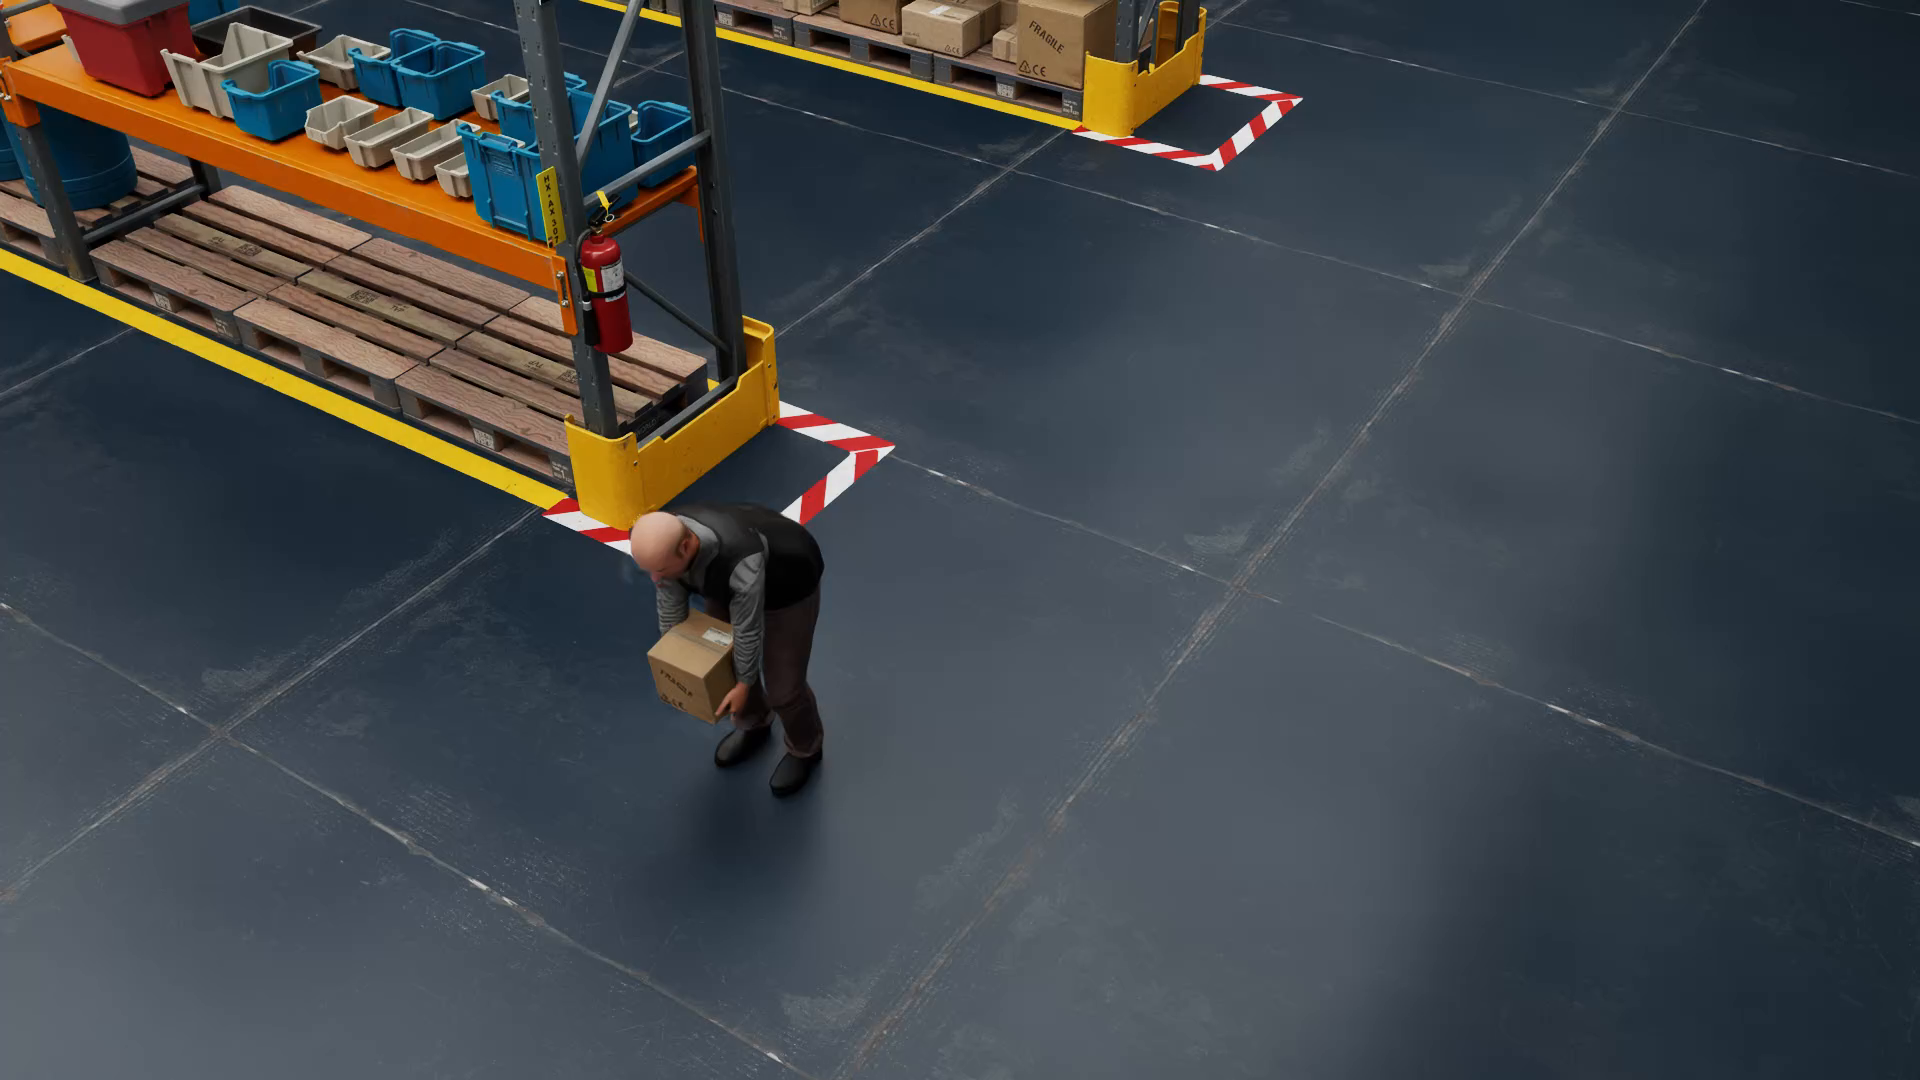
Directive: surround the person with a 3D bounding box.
[{"bbox_3d":[-0.812,0.353,5.917,0.466,1.487,0.799,21,43,24],"label":"person"}]
